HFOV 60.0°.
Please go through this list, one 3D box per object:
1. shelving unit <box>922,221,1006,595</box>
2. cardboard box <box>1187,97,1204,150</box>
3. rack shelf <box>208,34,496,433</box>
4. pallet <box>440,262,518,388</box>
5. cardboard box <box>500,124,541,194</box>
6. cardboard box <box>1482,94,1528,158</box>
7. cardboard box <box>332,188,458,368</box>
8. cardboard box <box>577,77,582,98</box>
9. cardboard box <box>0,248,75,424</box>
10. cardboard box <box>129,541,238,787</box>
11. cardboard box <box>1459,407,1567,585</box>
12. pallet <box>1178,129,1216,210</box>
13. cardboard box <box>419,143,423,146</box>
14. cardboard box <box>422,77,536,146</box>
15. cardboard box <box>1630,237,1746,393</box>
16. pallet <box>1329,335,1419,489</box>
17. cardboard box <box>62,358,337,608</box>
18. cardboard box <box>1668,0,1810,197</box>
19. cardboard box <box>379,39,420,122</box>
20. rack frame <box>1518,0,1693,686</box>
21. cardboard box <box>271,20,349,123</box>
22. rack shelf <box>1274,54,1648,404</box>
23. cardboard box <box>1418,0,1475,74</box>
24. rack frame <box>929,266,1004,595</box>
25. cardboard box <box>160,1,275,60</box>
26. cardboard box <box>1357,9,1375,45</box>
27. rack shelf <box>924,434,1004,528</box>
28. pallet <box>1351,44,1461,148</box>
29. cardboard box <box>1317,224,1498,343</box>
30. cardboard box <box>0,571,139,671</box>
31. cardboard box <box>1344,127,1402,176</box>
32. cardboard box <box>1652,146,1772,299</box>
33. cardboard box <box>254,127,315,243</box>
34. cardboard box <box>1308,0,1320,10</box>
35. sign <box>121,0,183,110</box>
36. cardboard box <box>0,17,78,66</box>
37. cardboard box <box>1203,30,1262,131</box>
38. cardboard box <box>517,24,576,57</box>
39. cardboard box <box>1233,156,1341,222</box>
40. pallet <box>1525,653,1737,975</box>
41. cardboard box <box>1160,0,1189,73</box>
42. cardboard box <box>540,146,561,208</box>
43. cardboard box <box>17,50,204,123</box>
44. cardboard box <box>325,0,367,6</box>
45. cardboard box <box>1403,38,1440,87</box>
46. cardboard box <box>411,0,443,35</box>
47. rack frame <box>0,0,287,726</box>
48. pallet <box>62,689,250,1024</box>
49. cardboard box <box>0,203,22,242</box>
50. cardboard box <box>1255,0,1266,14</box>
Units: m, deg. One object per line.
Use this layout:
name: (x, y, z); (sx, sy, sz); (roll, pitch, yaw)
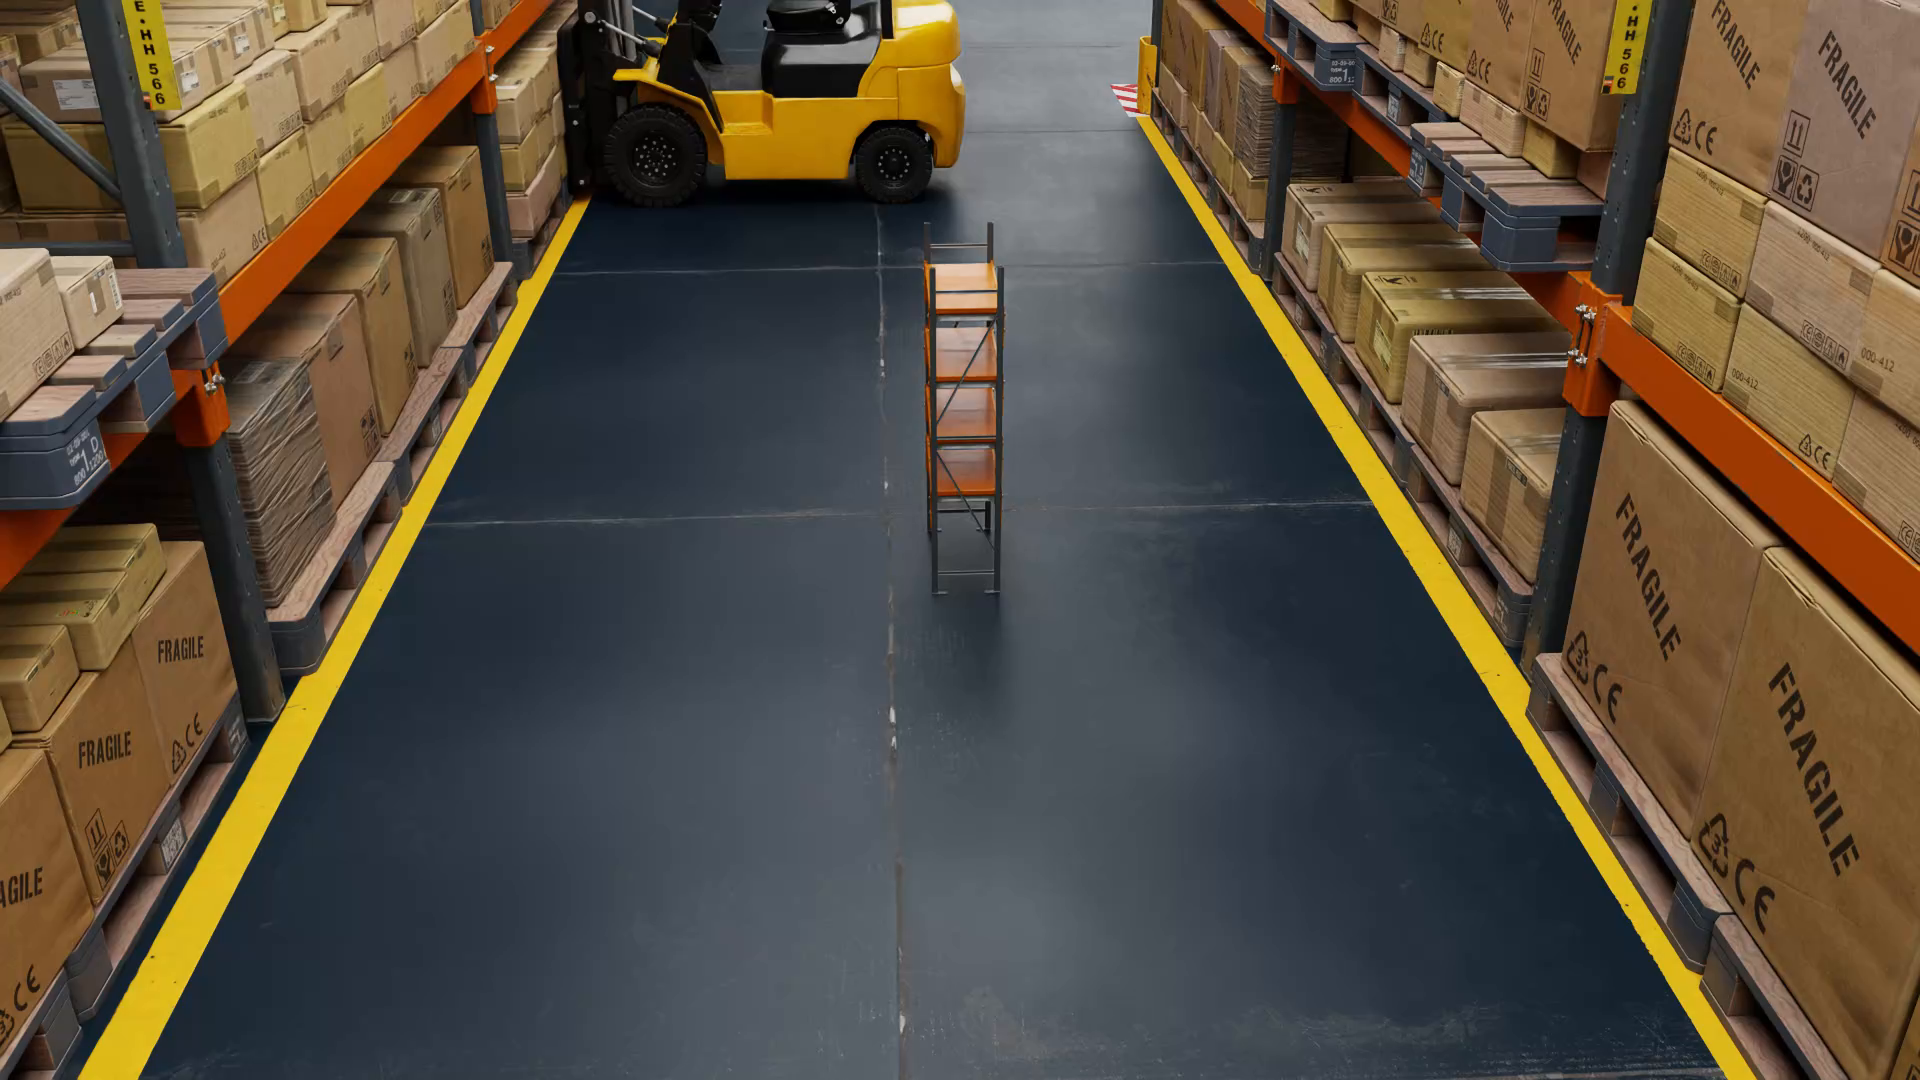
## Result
shelving unit: (0.009, -0.456, 5.826); (0.258, 1.200, 0.503); (-1, 28, -3)
cardboard box: (1.740, -2.689, 10.682); (0.500, 0.250, 0.500); (0, 28, 1)
rack shelf: (-2.730, -1.378, 6.426); (1.077, 0.370, 4.000); (-1, 28, -3)
pallet: (-2.757, -1.045, 8.024); (1.003, 0.211, 1.213); (-1, 28, -3)
cardboard box: (-2.551, -2.040, 8.896); (0.500, 0.250, 0.500); (-2, 28, -3)
cardboard box: (1.935, -1.352, 5.417); (0.380, 0.149, 0.250); (-2, 28, -3)
cardboard box: (-2.763, -1.154, 7.333); (0.875, 0.625, 0.625); (-2, 28, -3)
cardboard box: (-2.619, -2.738, 10.235); (0.500, 0.250, 0.500); (-1, 28, -3)
cardboard box: (-2.247, -0.413, 3.507); (0.500, 0.250, 0.500); (-3, 28, -5)
cardboard box: (-2.388, 0.339, 4.605); (0.500, 0.500, 0.500); (-1, 28, -1)
cardboard box: (2.312, -0.177, 5.733); (0.950, 0.372, 0.625); (-3, 28, -6)
pallet: (1.986, -2.380, 10.584); (1.003, 0.211, 1.213); (-1, 28, -3)
cardboard box: (-3.053, -2.253, 8.765); (0.500, 0.250, 0.500); (-1, 28, -2)
cardboard box: (-2.546, -2.262, 8.781); (0.500, 0.250, 0.500); (-2, 28, -3)
cardboard box: (2.106, -0.596, 4.311); (0.500, 0.250, 0.500); (-2, 28, -4)
pallet: (2.232, -0.581, 7.136); (1.003, 0.211, 1.213); (-1, 28, -3)
cardboard box: (-2.644, -0.195, 5.493); (0.875, 0.625, 0.625); (-1, 28, -1)
cardboard box: (2.113, -1.149, 4.019); (0.500, 0.500, 0.500); (-2, 28, -4)
cardboard box: (-2.519, -1.865, 6.745); (0.500, 0.250, 0.500); (-1, 28, -2)
rack frame: (2.332, -0.895, 4.722); (1.000, 3.000, 0.127); (-1, 28, -3)
cardboard box: (-2.439, -1.612, 5.719); (0.500, 0.250, 0.500); (-2, 28, -4)
rack shelf: (2.227, -1.499, 6.659); (1.077, 0.370, 4.000); (-1, 28, -3)
cardboard box: (1.965, -1.932, 5.826); (0.500, 0.500, 0.500); (-3, 28, -6)
rack frame: (0.021, -0.343, 5.610); (0.240, 1.200, 0.015); (-1, 28, -3)
cardboard box: (-2.428, -1.621, 5.305); (0.380, 0.149, 0.250); (-1, 28, -2)
cardboard box: (1.903, -2.189, 7.022); (0.380, 0.149, 0.250); (-1, 28, -2)
rack shelf: (0.009, -0.220, 5.949); (0.258, 0.148, 0.480); (-1, 28, -3)
pallet: (2.187, -1.723, 6.517); (1.003, 0.211, 1.213); (-1, 28, -3)
cardboard box: (2.194, -1.189, 7.673); (0.950, 0.372, 0.625); (0, 28, 1)
cardboard box: (-2.301, 0.209, 4.154); (0.380, 0.149, 0.250); (-3, 28, -5)
cardboard box: (2.362, -2.320, 9.164); (0.500, 0.500, 0.500); (0, 28, 0)
cardboard box: (2.111, -0.810, 4.181); (0.500, 0.250, 0.500); (-2, 28, -3)
cardboard box: (-2.426, -1.150, 5.373); (0.500, 0.250, 0.500); (-2, 28, -4)
cardboard box: (1.836, -2.554, 7.720); (0.380, 0.149, 0.250); (-1, 28, -2)
sign: (-2.084, -1.269, 4.273); (0.100, 0.325, 0.005); (-1, 28, -3)
cardboard box: (-2.922, -1.490, 5.053); (0.380, 0.149, 0.250); (-1, 28, -3)
cardboard box: (1.768, -2.779, 10.042); (0.500, 0.500, 0.500); (0, 28, 0)
cardboard box: (-2.620, -2.970, 10.139); (0.500, 0.250, 0.500); (-2, 28, -4)
cardboard box: (1.823, -1.975, 9.313); (0.500, 0.250, 0.500); (0, 28, 0)
pallet: (2.298, 0.708, 4.665); (1.003, 0.211, 1.213); (-1, 28, -3)
cardboard box: (1.682, -3.498, 11.422); (0.500, 0.500, 0.500); (-2, 28, -4)
cardboard box: (-2.571, -2.053, 9.462); (0.500, 0.250, 0.500); (-2, 28, -4)
cardboard box: (-2.348, -1.259, 4.611); (0.380, 0.149, 0.250); (-1, 28, -1)
cardboard box: (-2.407, -2.090, 6.204); (0.380, 0.149, 0.250); (-2, 28, -4)
cardboard box: (1.920, -1.829, 6.330); (0.380, 0.149, 0.250); (-2, 28, -4)
cardboard box: (-2.519, -2.317, 7.071); (0.500, 0.250, 0.500); (-2, 28, -4)
rack frame: (-2.625, -0.773, 4.488); (1.000, 3.000, 0.127); (-1, 28, -3)
pallet: (-2.624, 0.809, 4.471); (1.003, 0.211, 1.213); (-1, 28, -3)
cardboard box: (-2.904, -0.908, 4.909); (0.500, 0.250, 0.500); (-2, 28, -4)
cardboard box: (1.782, -2.887, 8.812); (0.380, 0.149, 0.250); (-1, 28, -1)
